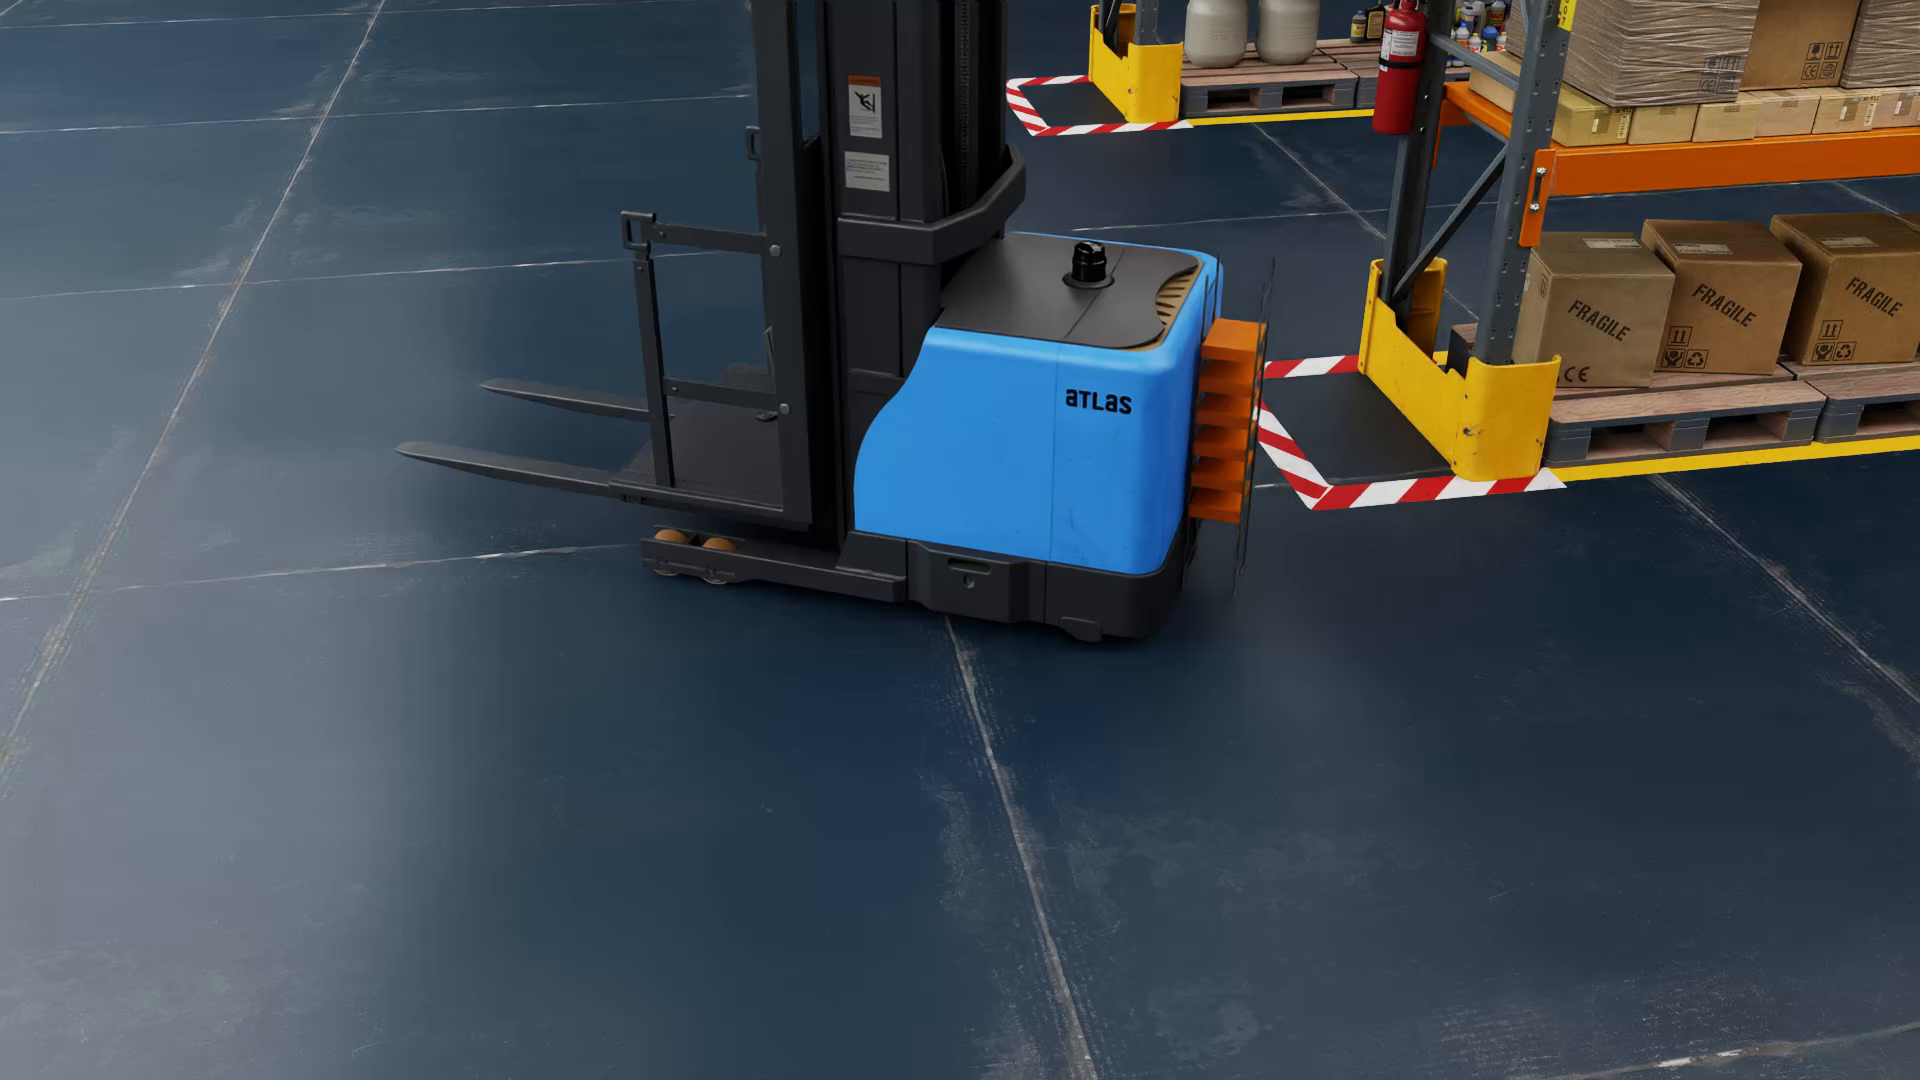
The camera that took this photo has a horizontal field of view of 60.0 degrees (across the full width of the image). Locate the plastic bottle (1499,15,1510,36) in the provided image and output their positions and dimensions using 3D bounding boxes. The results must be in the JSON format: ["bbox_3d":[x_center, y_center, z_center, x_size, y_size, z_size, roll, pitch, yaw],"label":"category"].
[{"bbox_3d":[3.777,-3.464,11.428,0.133,0.283,0.061,-5,31,-9],"label":"plastic bottle"}]

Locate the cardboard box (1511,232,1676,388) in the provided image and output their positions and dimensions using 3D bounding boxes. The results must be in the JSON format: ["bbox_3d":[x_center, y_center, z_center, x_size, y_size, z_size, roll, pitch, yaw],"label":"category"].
[{"bbox_3d":[2.620,-0.972,6.996,0.500,0.500,0.500,0,30,0],"label":"cardboard box"}]

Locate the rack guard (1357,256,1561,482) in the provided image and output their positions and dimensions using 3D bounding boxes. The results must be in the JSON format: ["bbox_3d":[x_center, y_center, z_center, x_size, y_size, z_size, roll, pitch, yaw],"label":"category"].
[{"bbox_3d":[2.077,-0.750,7.032,0.348,0.500,1.175,-5,31,-9],"label":"rack guard"}]

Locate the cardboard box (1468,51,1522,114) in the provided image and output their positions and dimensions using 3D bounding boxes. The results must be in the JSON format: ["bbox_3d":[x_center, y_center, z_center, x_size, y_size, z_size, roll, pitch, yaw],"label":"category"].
[{"bbox_3d":[2.246,-1.841,6.669,0.250,0.149,0.380,-5,31,-9],"label":"cardboard box"}]

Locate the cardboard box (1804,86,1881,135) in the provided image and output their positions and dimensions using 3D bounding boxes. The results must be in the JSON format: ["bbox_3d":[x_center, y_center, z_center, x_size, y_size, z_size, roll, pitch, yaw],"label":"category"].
[{"bbox_3d":[3.313,-1.700,6.430,0.250,0.149,0.380,-5,31,-9],"label":"cardboard box"}]

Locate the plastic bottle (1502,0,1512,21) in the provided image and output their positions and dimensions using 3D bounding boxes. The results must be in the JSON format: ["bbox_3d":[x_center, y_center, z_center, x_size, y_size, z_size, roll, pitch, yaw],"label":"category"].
[{"bbox_3d":[3.991,-3.819,11.964,0.185,0.351,0.144,-7,31,-11],"label":"plastic bottle"}]

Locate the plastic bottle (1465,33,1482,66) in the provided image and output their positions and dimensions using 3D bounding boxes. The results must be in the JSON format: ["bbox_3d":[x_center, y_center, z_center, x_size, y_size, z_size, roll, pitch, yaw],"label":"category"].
[{"bbox_3d":[3.483,-3.333,11.285,0.097,0.201,0.097,0,30,0],"label":"plastic bottle"}]

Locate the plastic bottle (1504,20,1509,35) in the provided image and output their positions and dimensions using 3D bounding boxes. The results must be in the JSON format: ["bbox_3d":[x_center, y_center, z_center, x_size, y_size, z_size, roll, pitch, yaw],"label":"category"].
[{"bbox_3d":[3.796,-3.408,11.340,0.135,0.276,0.152,-5,31,-8],"label":"plastic bottle"}]

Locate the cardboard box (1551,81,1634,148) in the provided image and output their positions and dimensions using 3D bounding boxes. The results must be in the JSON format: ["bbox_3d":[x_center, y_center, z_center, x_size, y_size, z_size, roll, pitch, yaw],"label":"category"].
[{"bbox_3d":[2.326,-1.619,6.292,0.250,0.149,0.380,-5,31,-9],"label":"cardboard box"}]

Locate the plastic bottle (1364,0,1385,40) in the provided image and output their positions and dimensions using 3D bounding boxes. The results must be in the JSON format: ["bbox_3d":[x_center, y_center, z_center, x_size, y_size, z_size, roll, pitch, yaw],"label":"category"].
[{"bbox_3d":[2.950,-3.714,11.854,0.133,0.283,0.061,-5,31,-8],"label":"plastic bottle"}]

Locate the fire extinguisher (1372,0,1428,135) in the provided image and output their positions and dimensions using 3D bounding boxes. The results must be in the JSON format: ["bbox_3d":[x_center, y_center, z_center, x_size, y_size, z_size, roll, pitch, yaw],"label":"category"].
[{"bbox_3d":[1.807,-2.006,6.779,0.183,0.674,0.296,-5,31,-9],"label":"fire extinguisher"}]

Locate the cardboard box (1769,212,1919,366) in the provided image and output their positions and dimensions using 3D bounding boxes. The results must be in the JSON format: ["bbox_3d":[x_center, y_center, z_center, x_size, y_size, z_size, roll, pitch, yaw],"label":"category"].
[{"bbox_3d":[3.821,-1.092,7.199,0.500,0.500,0.500,-3,31,-4],"label":"cardboard box"}]

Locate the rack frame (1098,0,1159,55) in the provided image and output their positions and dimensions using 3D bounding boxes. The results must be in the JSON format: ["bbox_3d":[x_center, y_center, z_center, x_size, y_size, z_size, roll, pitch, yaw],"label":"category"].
[{"bbox_3d":[1.110,-4.290,10.586,0.127,3.000,1.000,-5,31,-9],"label":"rack frame"}]

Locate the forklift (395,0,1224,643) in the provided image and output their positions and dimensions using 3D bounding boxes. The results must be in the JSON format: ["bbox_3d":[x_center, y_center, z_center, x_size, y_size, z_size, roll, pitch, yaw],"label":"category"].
[{"bbox_3d":[-0.636,-1.346,5.648,3.031,2.935,1.130,9,32,15],"label":"forklift"}]

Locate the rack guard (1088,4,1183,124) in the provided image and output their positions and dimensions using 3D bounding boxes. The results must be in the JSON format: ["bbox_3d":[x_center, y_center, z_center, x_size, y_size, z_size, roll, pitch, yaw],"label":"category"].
[{"bbox_3d":[1.177,-3.243,11.271,0.348,0.500,1.175,-5,31,-9],"label":"rack guard"}]

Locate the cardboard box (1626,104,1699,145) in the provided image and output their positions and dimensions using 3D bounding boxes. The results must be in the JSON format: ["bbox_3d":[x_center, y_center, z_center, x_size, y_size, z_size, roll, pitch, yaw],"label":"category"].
[{"bbox_3d":[2.575,-1.632,6.315,0.250,0.149,0.380,-5,31,-9],"label":"cardboard box"}]

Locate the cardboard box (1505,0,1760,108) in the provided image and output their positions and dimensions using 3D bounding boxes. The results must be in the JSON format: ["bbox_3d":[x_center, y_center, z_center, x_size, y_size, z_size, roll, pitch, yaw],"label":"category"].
[{"bbox_3d":[2.548,-2.028,6.348,0.500,0.500,0.875,-5,31,-9],"label":"cardboard box"}]

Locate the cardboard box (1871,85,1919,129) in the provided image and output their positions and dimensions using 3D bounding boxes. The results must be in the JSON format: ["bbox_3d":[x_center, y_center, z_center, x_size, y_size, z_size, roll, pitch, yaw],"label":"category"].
[{"bbox_3d":[3.554,-1.737,6.492,0.250,0.149,0.380,-5,31,-9],"label":"cardboard box"}]

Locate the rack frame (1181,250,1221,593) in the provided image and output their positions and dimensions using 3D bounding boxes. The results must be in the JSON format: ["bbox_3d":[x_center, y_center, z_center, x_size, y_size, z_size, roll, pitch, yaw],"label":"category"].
[{"bbox_3d":[0.826,-0.386,5.723,0.006,1.200,0.240,9,32,15],"label":"rack frame"}]

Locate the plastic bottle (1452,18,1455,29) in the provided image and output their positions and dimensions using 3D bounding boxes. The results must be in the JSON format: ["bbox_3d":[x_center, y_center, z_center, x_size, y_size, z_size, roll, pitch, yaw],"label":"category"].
[{"bbox_3d":[3.454,-3.642,11.812,0.097,0.201,0.097,0,30,0],"label":"plastic bottle"}]

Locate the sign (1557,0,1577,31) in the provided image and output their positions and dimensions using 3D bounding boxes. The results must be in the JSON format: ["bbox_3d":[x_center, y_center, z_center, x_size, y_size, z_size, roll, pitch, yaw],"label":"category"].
[{"bbox_3d":[2.100,-1.923,5.707,0.005,0.325,0.100,-5,31,-9],"label":"sign"}]

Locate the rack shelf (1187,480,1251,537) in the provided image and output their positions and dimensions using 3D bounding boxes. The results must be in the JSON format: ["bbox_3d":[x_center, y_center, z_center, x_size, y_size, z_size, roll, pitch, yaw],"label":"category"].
[{"bbox_3d":[0.913,-0.127,5.843,0.180,0.103,0.258,9,32,15],"label":"rack shelf"}]

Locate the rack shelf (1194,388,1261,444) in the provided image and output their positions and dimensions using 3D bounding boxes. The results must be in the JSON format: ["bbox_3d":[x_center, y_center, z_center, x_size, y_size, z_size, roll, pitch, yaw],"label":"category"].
[{"bbox_3d":[0.913,-0.437,5.660,0.180,0.103,0.258,9,32,15],"label":"rack shelf"}]

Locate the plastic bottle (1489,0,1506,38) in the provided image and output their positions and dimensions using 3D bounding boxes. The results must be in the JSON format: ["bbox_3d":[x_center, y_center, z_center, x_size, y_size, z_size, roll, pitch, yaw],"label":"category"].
[{"bbox_3d":[3.853,-3.752,11.930,0.097,0.271,0.097,0,30,0],"label":"plastic bottle"}]

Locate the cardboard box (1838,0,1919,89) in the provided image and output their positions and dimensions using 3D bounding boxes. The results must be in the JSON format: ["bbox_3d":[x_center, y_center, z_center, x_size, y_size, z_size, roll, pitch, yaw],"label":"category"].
[{"bbox_3d":[3.518,-2.158,6.568,0.500,0.500,0.875,-5,31,-9],"label":"cardboard box"}]

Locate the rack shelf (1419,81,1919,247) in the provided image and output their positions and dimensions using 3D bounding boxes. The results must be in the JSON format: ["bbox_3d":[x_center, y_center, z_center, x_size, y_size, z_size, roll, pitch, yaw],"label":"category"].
[{"bbox_3d":[3.970,-1.693,6.879,4.000,0.370,1.077,-5,31,-9],"label":"rack shelf"}]

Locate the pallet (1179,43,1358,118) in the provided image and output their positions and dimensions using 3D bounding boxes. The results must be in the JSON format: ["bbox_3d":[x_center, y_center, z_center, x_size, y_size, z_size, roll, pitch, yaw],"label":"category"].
[{"bbox_3d":[1.977,-3.190,11.466,1.213,0.211,1.003,-5,31,-9],"label":"pallet"}]

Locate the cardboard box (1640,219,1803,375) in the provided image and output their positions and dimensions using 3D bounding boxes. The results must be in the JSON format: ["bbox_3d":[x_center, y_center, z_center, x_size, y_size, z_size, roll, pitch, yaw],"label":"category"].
[{"bbox_3d":[3.202,-1.044,7.118,0.500,0.500,0.500,2,31,4],"label":"cardboard box"}]

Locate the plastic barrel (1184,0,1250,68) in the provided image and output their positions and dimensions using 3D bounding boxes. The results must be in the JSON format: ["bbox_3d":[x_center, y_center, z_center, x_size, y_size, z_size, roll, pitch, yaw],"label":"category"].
[{"bbox_3d":[1.744,-3.496,11.277,0.421,0.512,0.421,0,30,0],"label":"plastic barrel"}]

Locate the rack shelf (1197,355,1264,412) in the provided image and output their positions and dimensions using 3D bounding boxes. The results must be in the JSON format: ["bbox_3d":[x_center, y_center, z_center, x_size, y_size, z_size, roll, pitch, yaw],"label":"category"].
[{"bbox_3d":[0.913,-0.540,5.599,0.180,0.103,0.258,9,32,15],"label":"rack shelf"}]

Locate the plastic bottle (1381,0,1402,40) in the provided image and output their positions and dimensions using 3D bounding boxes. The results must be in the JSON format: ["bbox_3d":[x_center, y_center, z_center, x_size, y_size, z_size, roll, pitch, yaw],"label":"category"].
[{"bbox_3d":[3.091,-3.701,11.838,0.135,0.276,0.152,-5,31,-9],"label":"plastic bottle"}]

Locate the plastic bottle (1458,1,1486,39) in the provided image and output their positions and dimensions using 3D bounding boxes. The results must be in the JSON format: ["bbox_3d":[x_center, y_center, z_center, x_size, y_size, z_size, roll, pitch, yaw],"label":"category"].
[{"bbox_3d":[3.624,-3.676,11.795,0.135,0.276,0.152,-5,31,-9],"label":"plastic bottle"}]

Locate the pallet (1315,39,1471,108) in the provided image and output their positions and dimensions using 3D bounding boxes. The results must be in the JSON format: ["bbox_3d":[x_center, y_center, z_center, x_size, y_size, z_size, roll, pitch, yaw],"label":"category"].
[{"bbox_3d":[3.174,-3.299,11.653,1.213,0.211,1.003,-5,31,-9],"label":"pallet"}]

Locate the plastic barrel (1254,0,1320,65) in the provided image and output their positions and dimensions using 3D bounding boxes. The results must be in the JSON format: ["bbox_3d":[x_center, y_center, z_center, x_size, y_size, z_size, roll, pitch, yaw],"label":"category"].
[{"bbox_3d":[2.237,-3.542,11.355,0.421,0.512,0.421,0,30,0],"label":"plastic barrel"}]

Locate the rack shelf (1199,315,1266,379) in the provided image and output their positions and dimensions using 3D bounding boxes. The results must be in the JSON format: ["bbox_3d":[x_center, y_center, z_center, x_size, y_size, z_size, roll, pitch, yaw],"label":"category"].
[{"bbox_3d":[0.913,-0.644,5.539,0.180,0.103,0.258,9,32,15],"label":"rack shelf"}]

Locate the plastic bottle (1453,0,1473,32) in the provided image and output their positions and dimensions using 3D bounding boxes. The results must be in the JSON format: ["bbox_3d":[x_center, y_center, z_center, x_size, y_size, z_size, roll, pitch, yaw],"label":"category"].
[{"bbox_3d":[3.572,-3.780,11.898,0.185,0.351,0.144,-6,31,-9],"label":"plastic bottle"}]

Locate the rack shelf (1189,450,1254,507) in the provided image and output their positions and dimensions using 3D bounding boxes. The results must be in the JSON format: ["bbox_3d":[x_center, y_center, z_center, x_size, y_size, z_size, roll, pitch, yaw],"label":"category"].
[{"bbox_3d":[0.913,-0.230,5.782,0.180,0.103,0.258,9,32,15],"label":"rack shelf"}]

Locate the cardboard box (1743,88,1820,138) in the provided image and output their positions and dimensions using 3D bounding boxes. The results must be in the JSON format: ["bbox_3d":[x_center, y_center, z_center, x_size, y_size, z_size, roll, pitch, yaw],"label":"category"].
[{"bbox_3d":[3.066,-1.681,6.397,0.250,0.149,0.380,-5,31,-9],"label":"cardboard box"}]

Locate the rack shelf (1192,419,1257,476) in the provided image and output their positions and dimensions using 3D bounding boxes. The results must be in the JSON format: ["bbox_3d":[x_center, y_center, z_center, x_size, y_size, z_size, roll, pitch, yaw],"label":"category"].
[{"bbox_3d":[0.913,-0.333,5.721,0.180,0.103,0.258,9,32,15],"label":"rack shelf"}]

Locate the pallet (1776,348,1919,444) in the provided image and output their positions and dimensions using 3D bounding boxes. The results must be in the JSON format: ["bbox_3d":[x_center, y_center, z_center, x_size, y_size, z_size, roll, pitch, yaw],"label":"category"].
[{"bbox_3d":[4.080,-0.791,7.388,1.213,0.211,1.003,-5,31,-9],"label":"pallet"}]

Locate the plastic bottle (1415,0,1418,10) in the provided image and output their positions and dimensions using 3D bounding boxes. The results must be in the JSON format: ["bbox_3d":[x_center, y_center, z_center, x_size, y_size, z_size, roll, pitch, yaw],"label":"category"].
[{"bbox_3d":[3.227,-3.713,11.859,0.135,0.276,0.152,-6,31,-10],"label":"plastic bottle"}]

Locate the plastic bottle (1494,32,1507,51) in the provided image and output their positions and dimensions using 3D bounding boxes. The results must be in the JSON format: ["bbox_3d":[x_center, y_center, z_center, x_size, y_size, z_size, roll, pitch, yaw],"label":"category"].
[{"bbox_3d":[3.685,-3.351,11.317,0.097,0.201,0.097,0,30,0],"label":"plastic bottle"}]

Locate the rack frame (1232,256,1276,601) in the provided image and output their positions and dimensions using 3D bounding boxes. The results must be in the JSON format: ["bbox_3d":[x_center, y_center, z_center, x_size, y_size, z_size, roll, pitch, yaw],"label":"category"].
[{"bbox_3d":[1.000,-0.358,5.675,0.006,1.200,0.240,9,32,15],"label":"rack frame"}]

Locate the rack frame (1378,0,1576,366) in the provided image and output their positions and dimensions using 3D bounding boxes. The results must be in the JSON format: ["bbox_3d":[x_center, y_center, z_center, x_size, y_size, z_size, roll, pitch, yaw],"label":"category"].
[{"bbox_3d":[2.002,-1.820,6.386,0.127,3.000,1.000,-5,31,-9],"label":"rack frame"}]

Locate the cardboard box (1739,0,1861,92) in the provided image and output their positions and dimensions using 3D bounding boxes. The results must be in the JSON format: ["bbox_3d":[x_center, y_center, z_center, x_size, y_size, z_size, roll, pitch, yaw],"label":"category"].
[{"bbox_3d":[3.019,-2.134,6.527,0.500,0.500,0.875,-5,31,-9],"label":"cardboard box"}]

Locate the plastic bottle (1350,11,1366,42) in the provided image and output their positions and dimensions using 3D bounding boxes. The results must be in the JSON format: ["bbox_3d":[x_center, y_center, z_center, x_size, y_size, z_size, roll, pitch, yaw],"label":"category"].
[{"bbox_3d":[2.838,-3.659,11.841,0.097,0.201,0.097,0,30,0],"label":"plastic bottle"}]

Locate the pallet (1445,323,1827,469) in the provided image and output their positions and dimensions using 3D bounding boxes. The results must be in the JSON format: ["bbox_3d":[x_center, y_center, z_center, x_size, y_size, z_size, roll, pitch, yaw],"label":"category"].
[{"bbox_3d":[2.883,-0.682,7.201,1.213,0.211,1.003,-5,31,-9],"label":"pallet"}]

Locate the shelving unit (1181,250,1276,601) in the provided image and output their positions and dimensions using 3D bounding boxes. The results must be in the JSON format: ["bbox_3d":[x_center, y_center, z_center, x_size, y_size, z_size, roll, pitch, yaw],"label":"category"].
[{"bbox_3d":[0.913,-0.372,5.699,0.189,1.200,0.258,9,32,15],"label":"shelving unit"}]

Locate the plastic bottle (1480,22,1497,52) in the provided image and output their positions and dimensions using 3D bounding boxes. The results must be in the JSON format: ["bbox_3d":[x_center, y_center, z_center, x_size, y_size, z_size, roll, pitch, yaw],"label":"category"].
[{"bbox_3d":[3.585,-3.372,11.284,0.097,0.271,0.097,0,30,0],"label":"plastic bottle"}]

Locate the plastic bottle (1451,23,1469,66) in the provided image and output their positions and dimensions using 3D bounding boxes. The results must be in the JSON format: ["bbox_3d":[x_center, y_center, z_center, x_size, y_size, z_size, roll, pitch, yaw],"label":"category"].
[{"bbox_3d":[3.385,-3.354,11.252,0.097,0.271,0.097,0,30,0],"label":"plastic bottle"}]

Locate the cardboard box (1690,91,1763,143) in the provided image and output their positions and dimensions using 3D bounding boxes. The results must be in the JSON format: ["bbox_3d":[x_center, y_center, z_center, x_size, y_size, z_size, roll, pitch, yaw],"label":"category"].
[{"bbox_3d":[2.824,-1.648,6.341,0.250,0.149,0.380,-5,31,-9],"label":"cardboard box"}]

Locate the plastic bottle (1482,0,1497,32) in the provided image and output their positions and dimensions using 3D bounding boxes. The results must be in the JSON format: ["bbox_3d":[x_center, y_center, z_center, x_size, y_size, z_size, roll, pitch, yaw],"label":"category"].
[{"bbox_3d":[3.821,-3.795,11.991,0.133,0.283,0.061,-4,31,-7],"label":"plastic bottle"}]

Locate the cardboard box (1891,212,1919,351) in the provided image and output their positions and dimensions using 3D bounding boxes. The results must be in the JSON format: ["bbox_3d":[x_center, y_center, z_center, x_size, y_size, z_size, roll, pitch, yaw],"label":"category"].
[{"bbox_3d":[4.378,-1.120,7.248,0.500,0.500,0.500,-8,31,-13],"label":"cardboard box"}]

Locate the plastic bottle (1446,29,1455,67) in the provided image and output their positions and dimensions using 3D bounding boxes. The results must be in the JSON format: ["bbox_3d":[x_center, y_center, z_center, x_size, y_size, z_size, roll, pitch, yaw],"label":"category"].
[{"bbox_3d":[3.287,-3.345,11.237,0.097,0.271,0.097,0,30,0],"label":"plastic bottle"}]
